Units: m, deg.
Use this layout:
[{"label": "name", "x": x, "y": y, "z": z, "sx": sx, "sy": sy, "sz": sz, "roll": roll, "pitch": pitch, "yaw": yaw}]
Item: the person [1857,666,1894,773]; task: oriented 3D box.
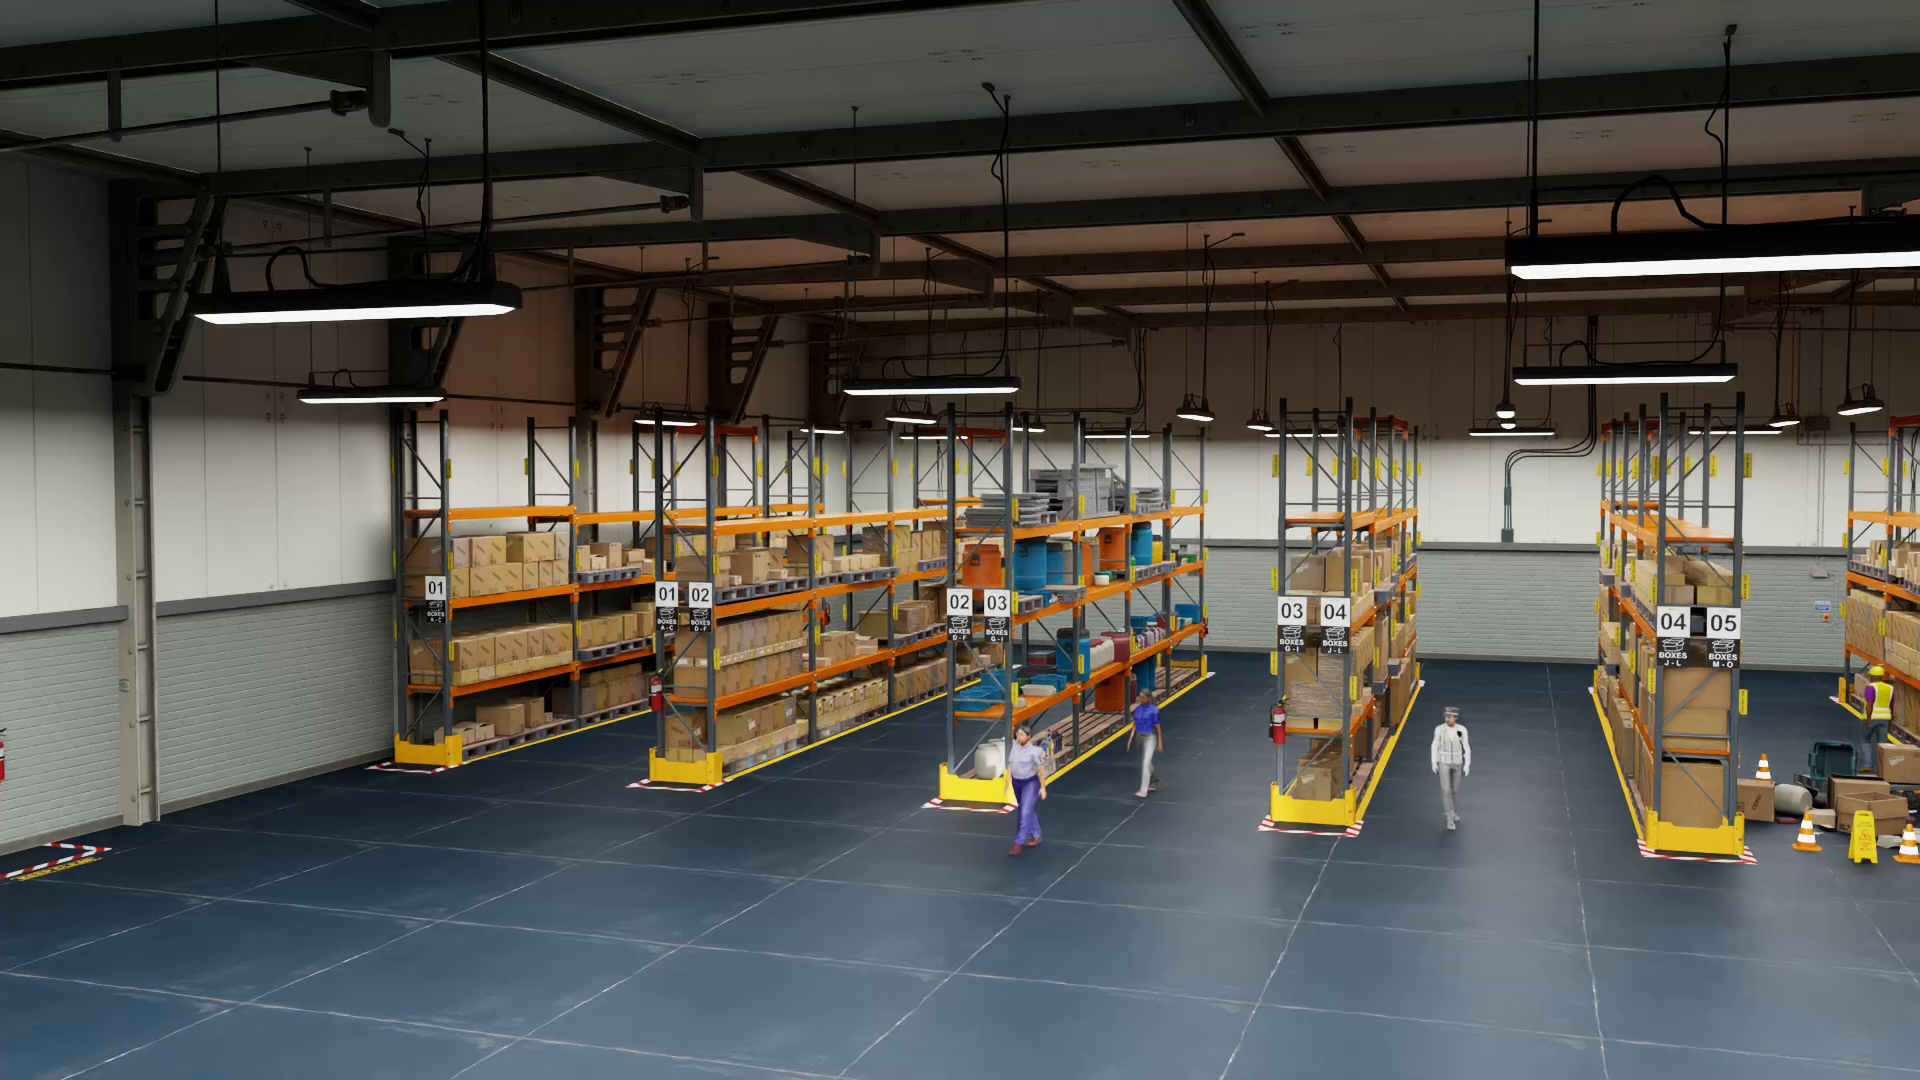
[{"label": "person", "x": 15.039, "y": 2.976, "z": 27.202, "sx": 0.550, "sy": 1.804, "sz": 0.604, "roll": 0, "pitch": 2, "yaw": 5}]

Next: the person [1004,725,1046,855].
[{"label": "person", "x": 0.810, "y": 3.238, "z": 21.778, "sx": 0.885, "sy": 1.610, "sz": 0.531, "roll": -2, "pitch": 3, "yaw": -43}]

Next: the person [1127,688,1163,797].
[{"label": "person", "x": 2.859, "y": 3.101, "z": 25.541, "sx": 0.824, "sy": 1.621, "sz": 0.495, "roll": -2, "pitch": 3, "yaw": -38}]

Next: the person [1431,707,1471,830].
[{"label": "person", "x": 6.907, "y": 3.188, "z": 23.376, "sx": 0.514, "sy": 1.716, "sz": 0.716, "roll": 0, "pitch": 2, "yaw": 7}]
